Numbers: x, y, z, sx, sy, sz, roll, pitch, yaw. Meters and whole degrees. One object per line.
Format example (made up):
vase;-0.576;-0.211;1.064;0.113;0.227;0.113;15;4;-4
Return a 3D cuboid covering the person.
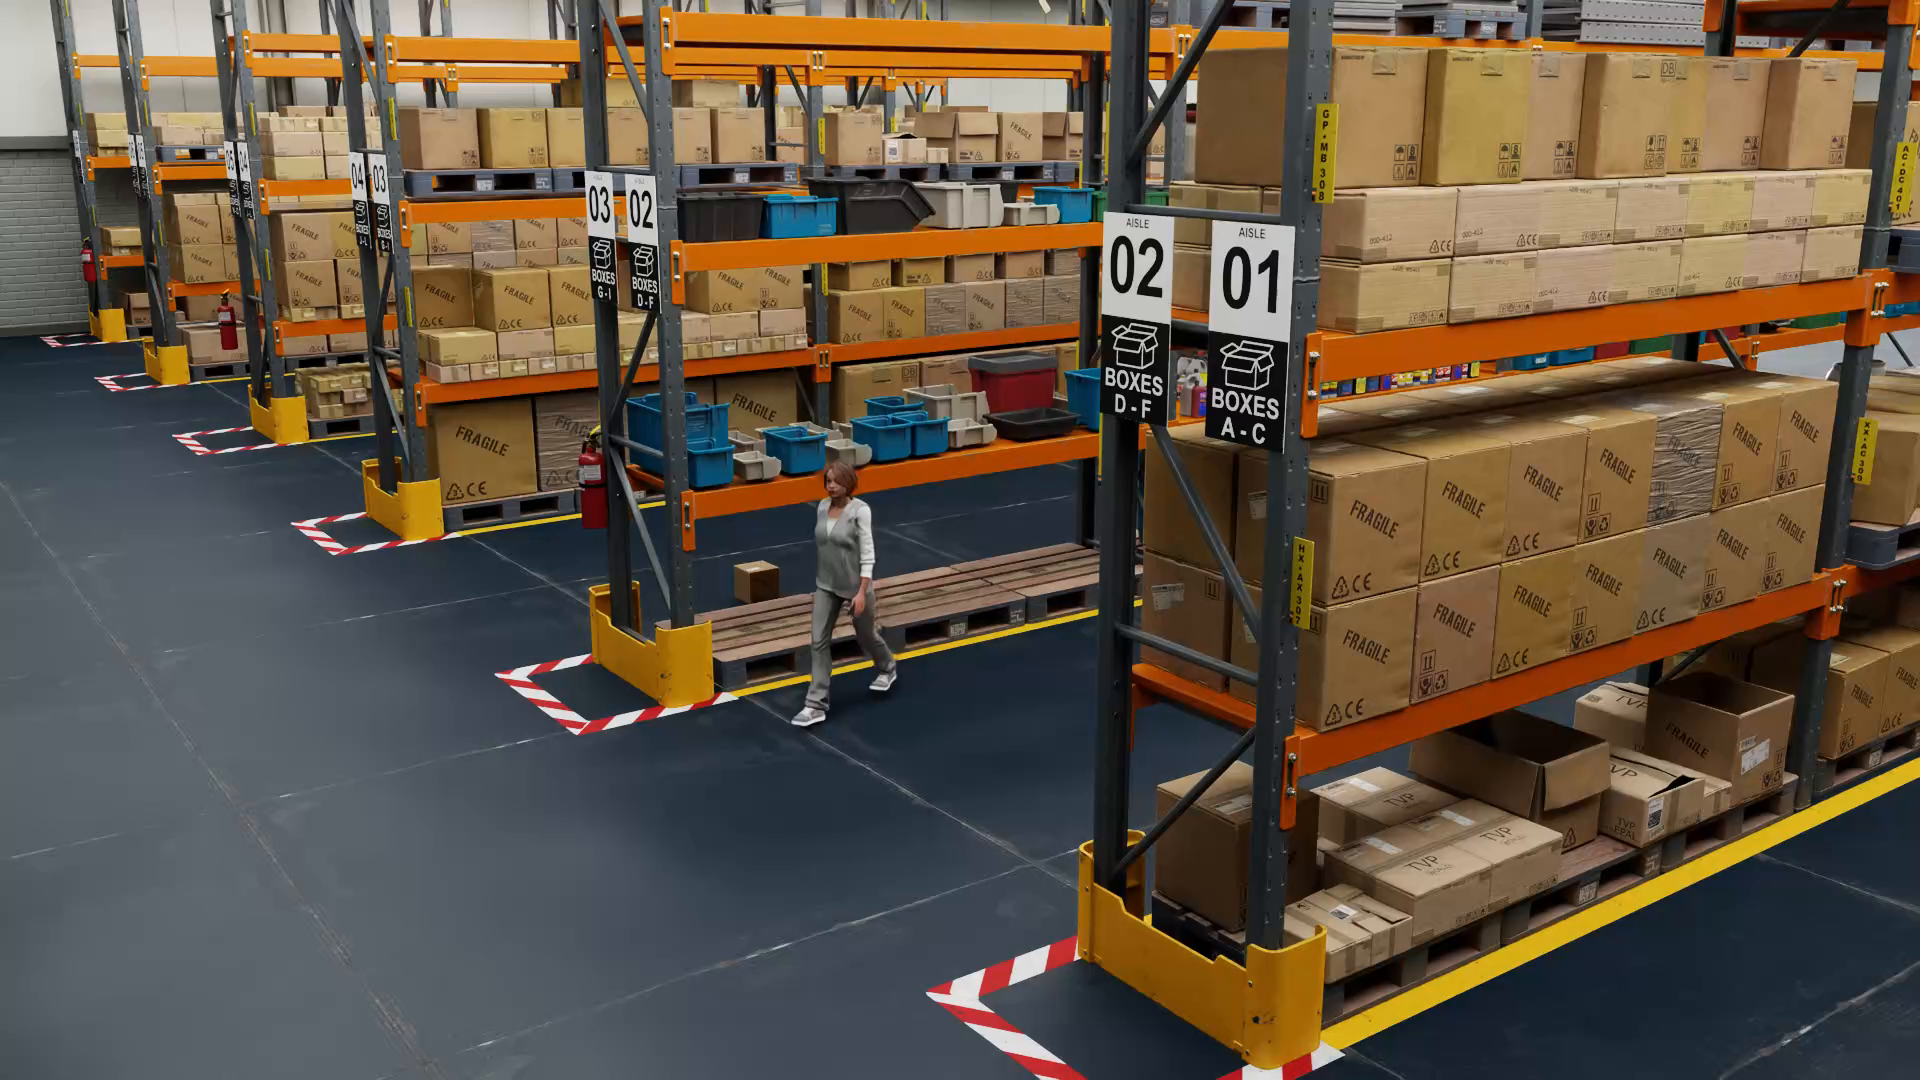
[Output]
person;-0.686;0.288;9.951;0.445;1.533;0.931;7;16;26
